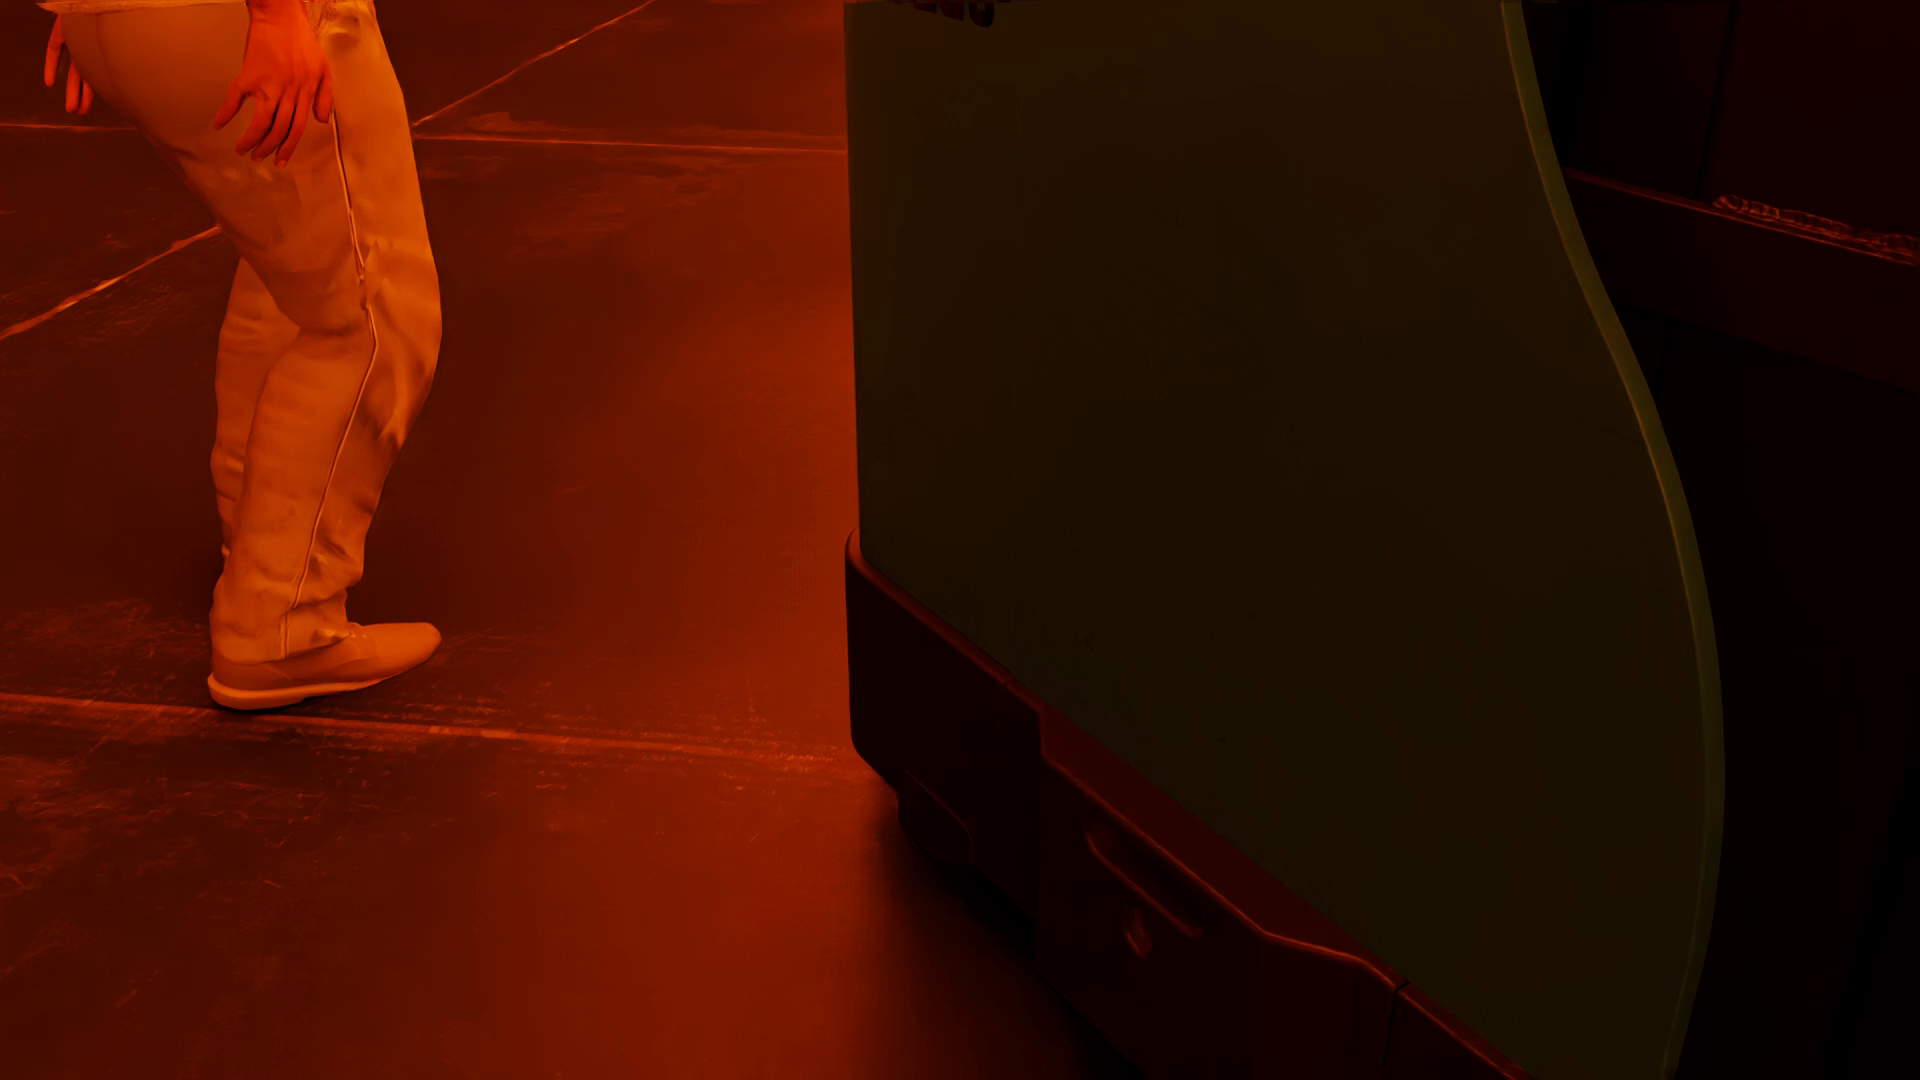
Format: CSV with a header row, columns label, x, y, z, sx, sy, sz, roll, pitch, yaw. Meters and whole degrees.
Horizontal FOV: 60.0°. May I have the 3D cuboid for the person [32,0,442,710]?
label,x,y,z,sx,sy,sz,roll,pitch,yaw
person,-0.848,-0.624,1.964,0.473,1.639,0.830,-20,33,-34

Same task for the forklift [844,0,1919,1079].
label,x,y,z,sx,sy,sz,roll,pitch,yaw
forklift,1.097,-0.602,0.423,1.130,2.935,3.031,-16,31,-29
